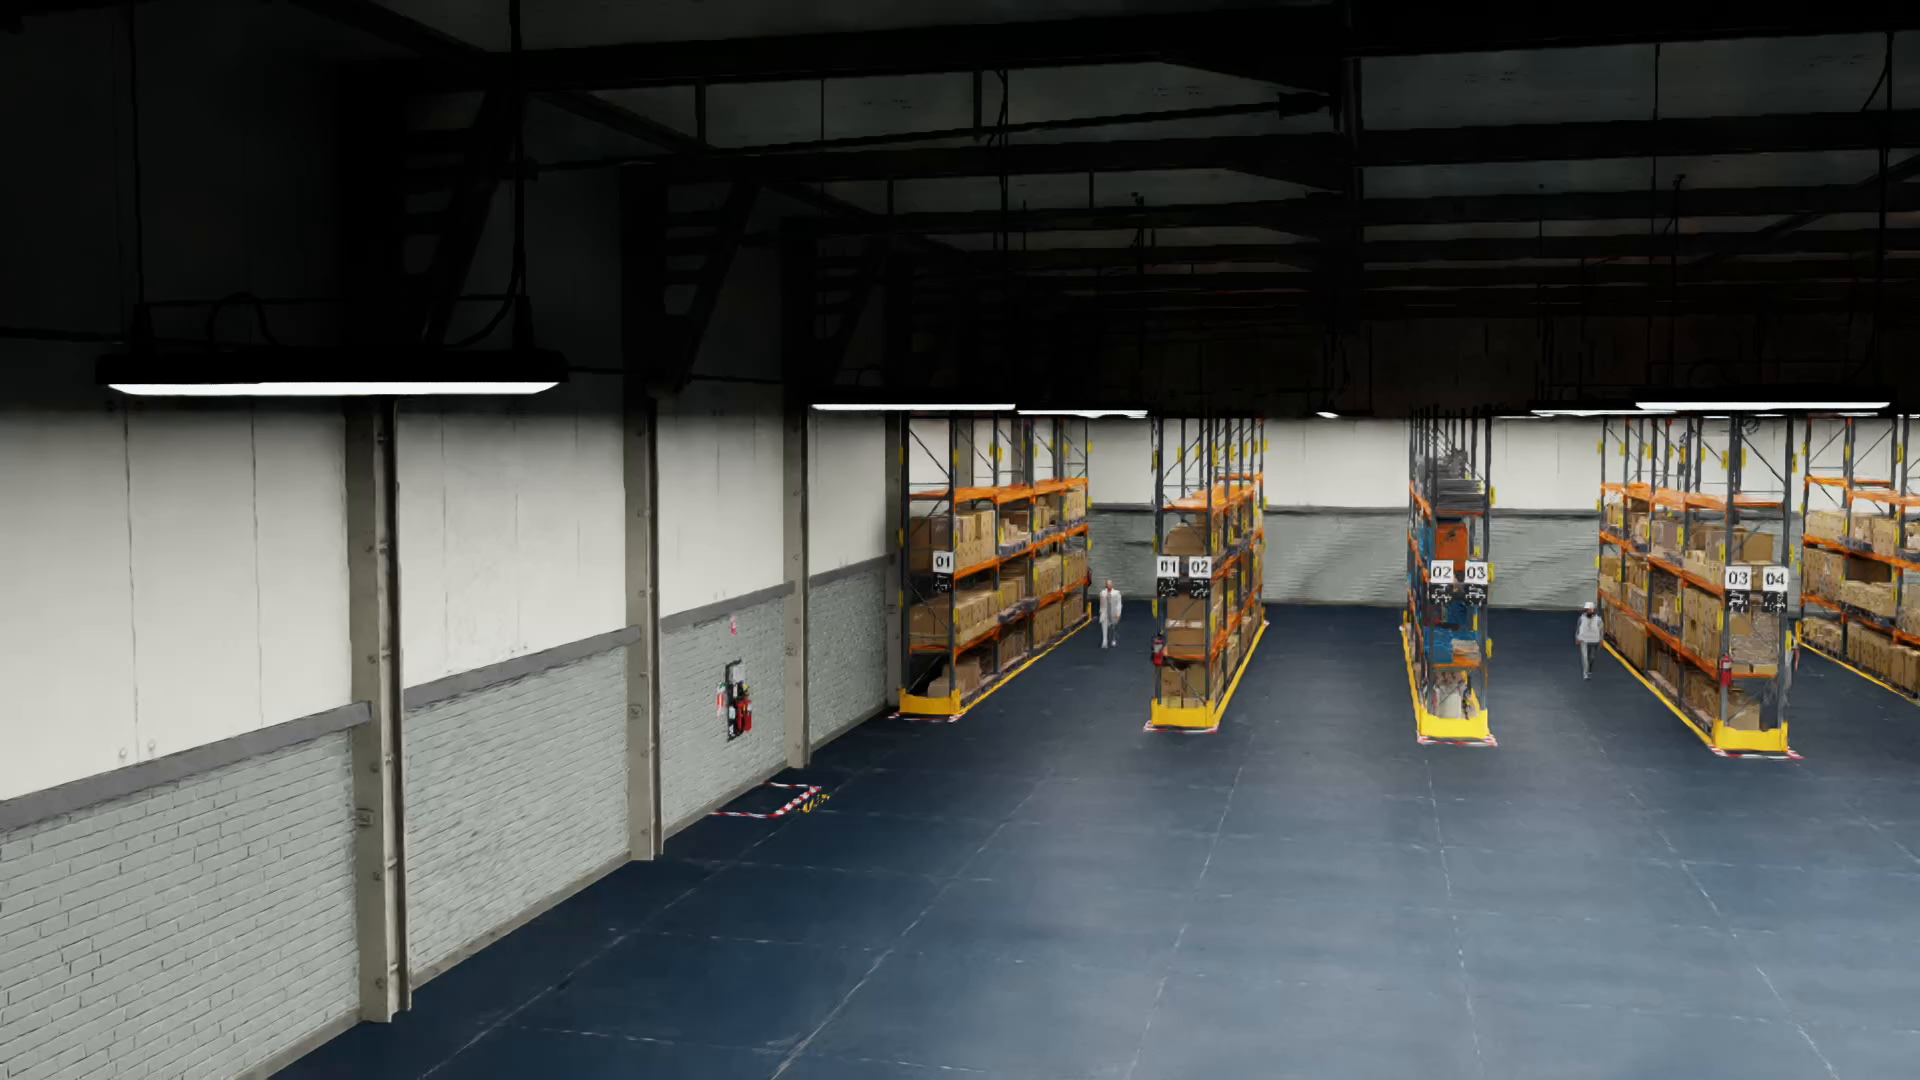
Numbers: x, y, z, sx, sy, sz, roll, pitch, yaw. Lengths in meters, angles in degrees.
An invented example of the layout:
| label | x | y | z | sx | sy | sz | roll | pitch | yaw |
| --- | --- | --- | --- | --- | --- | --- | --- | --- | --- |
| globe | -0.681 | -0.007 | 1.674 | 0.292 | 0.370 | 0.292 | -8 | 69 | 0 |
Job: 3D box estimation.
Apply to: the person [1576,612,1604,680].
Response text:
| label | x | y | z | sx | sy | sz | roll | pitch | yaw |
| --- | --- | --- | --- | --- | --- | --- | --- | --- | --- |
| person | 13.975 | 2.337 | 36.888 | 0.553 | 1.487 | 1.030 | 1 | 4 | 13 |

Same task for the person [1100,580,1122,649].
| label | x | y | z | sx | sy | sz | roll | pitch | yaw |
| --- | --- | --- | --- | --- | --- | --- | --- | --- | --- |
| person | 3.777 | 1.859 | 41.812 | 0.603 | 1.724 | 1.054 | 1 | 4 | 13 |

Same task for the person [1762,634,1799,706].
| label | x | y | z | sx | sy | sz | roll | pitch | yaw |
| --- | --- | --- | --- | --- | --- | --- | --- | --- | --- |
| person | 16.477 | 2.495 | 33.404 | 0.682 | 1.675 | 0.535 | 1 | 4 | 12 |
